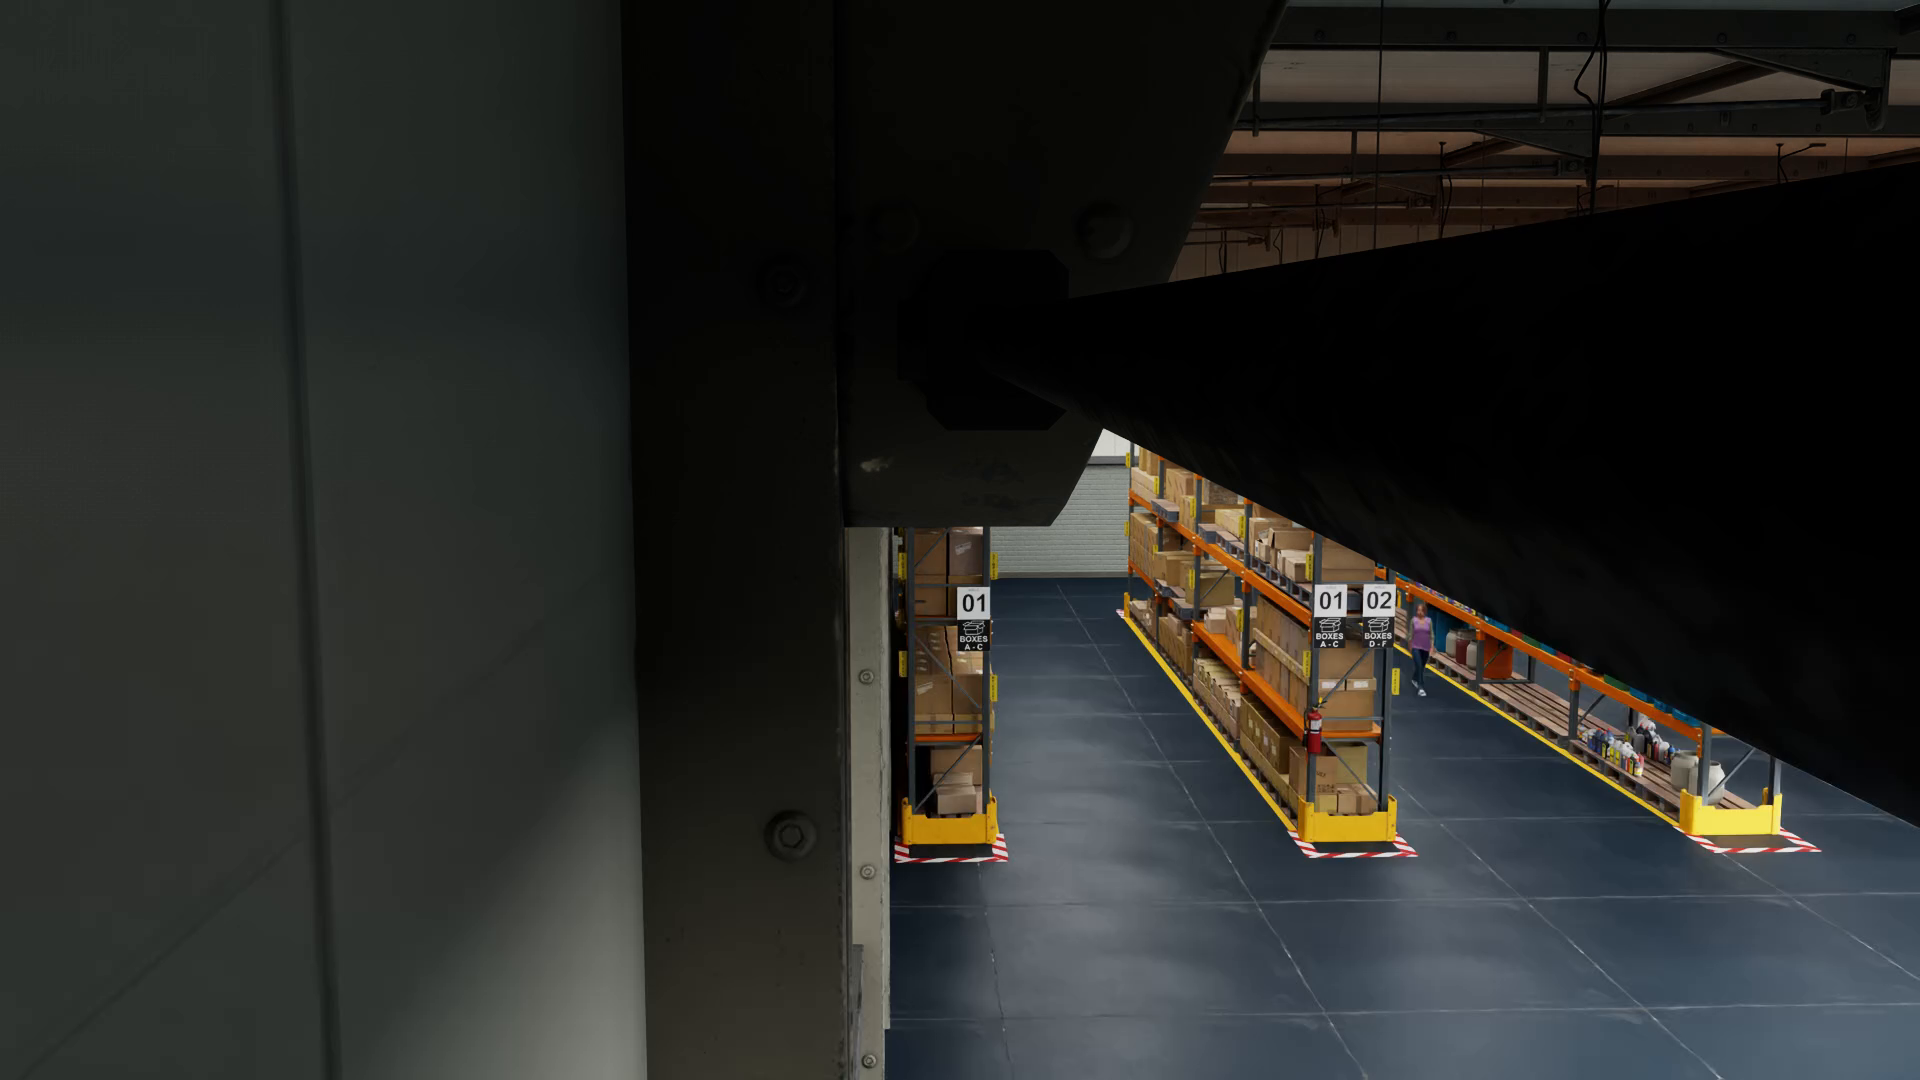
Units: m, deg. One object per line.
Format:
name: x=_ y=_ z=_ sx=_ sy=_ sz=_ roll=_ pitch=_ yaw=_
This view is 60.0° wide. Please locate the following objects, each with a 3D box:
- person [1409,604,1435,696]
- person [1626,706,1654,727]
person: x=7.984 y=1.867 z=28.752 sx=0.388 sy=1.539 sz=0.972 roll=0 pitch=7 yaw=-3
person: x=10.695 y=2.159 z=26.212 sx=0.501 sy=1.669 sz=0.531 roll=1 pitch=7 yaw=7
